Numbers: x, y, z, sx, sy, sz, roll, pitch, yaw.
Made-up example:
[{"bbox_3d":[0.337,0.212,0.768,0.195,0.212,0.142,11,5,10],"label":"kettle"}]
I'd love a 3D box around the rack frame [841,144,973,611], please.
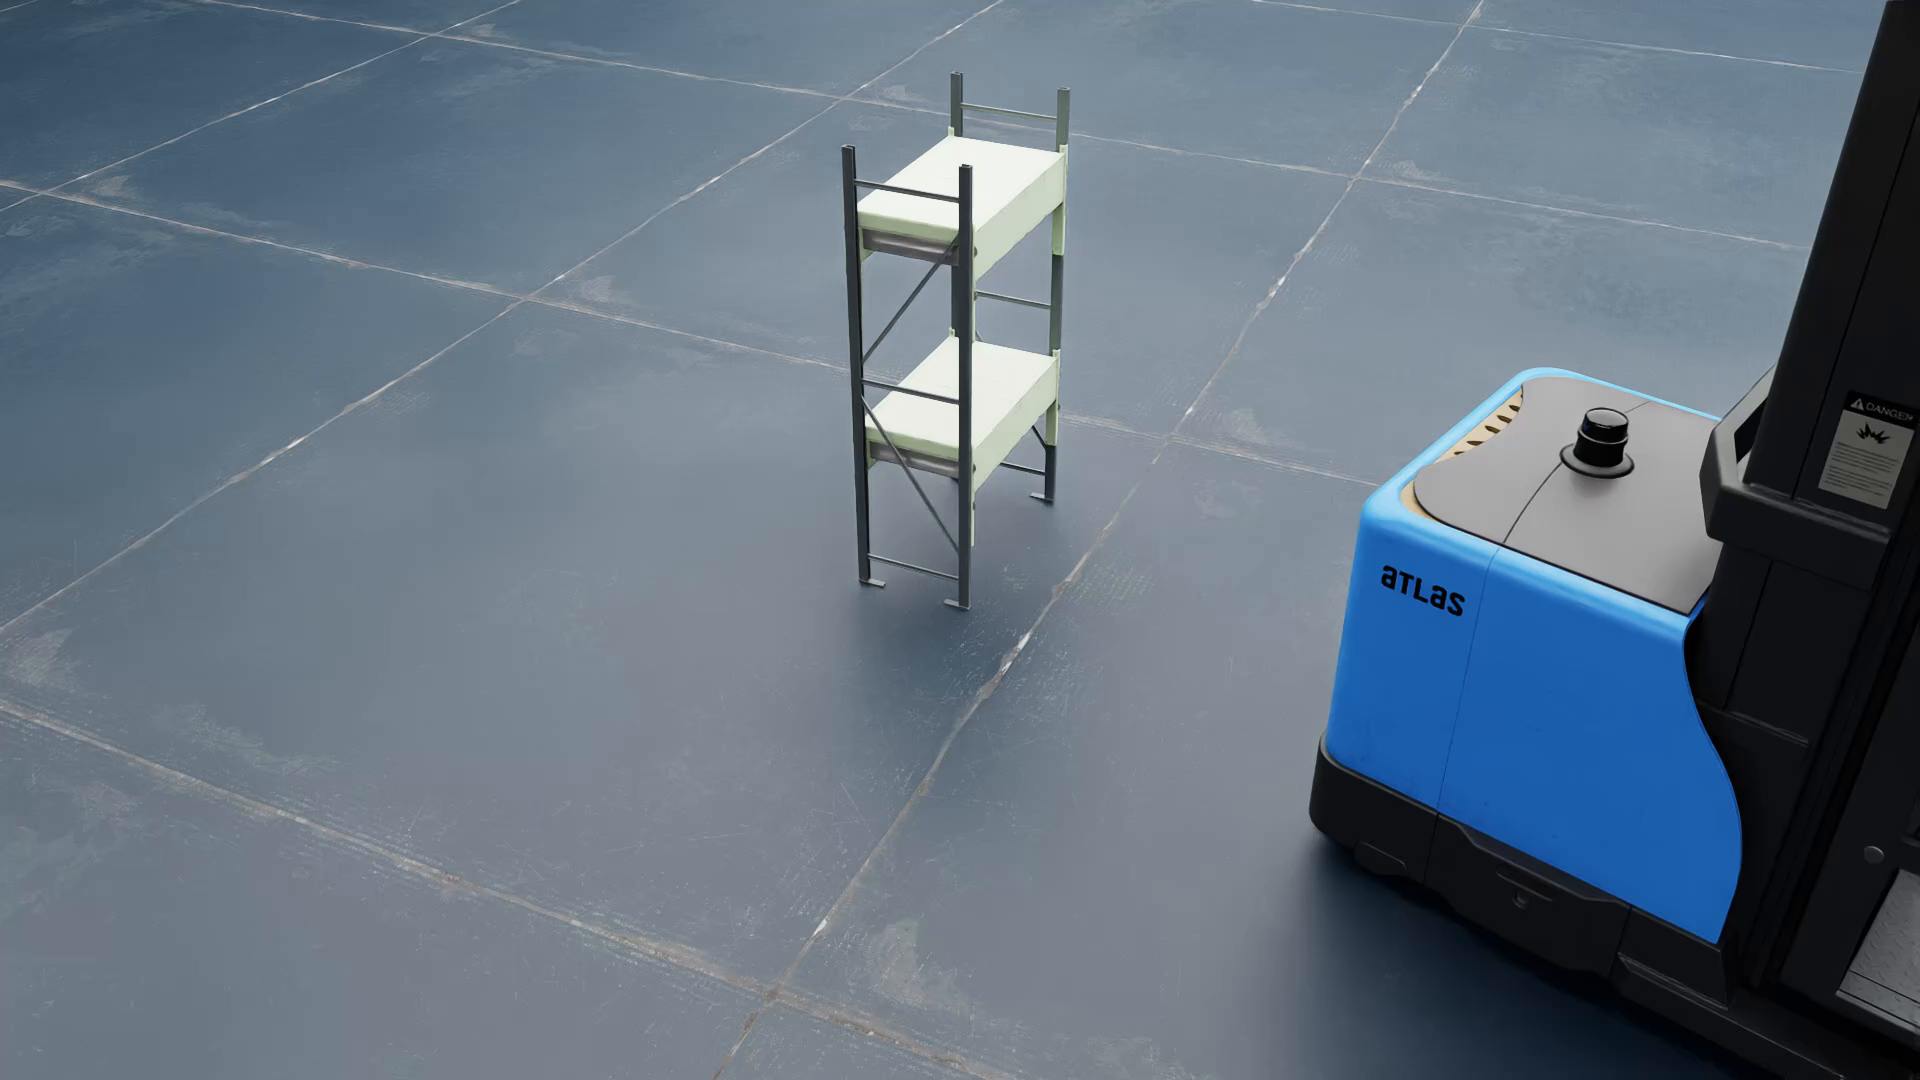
[{"bbox_3d":[-0.150,-0.448,5.066,0.400,1.500,0.023,14,36,20],"label":"rack frame"}]

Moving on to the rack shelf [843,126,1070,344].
[{"bbox_3d":[0.003,-0.957,5.130,0.431,0.370,0.720,14,36,20],"label":"rack shelf"}]

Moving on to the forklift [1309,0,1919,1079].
[{"bbox_3d":[2.394,-0.099,3.227,3.031,2.935,1.130,25,41,33],"label":"forklift"}]

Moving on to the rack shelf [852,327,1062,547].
[{"bbox_3d":[0.003,-0.358,5.523,0.431,0.370,0.720,14,36,20],"label":"rack shelf"}]

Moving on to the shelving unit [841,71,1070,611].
[{"bbox_3d":[0.003,-0.631,5.344,0.431,1.500,0.755,14,36,20],"label":"shelving unit"}]

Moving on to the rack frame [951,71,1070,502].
[{"bbox_3d":[0.156,-0.813,5.622,0.400,1.500,0.023,14,36,20],"label":"rack frame"}]
